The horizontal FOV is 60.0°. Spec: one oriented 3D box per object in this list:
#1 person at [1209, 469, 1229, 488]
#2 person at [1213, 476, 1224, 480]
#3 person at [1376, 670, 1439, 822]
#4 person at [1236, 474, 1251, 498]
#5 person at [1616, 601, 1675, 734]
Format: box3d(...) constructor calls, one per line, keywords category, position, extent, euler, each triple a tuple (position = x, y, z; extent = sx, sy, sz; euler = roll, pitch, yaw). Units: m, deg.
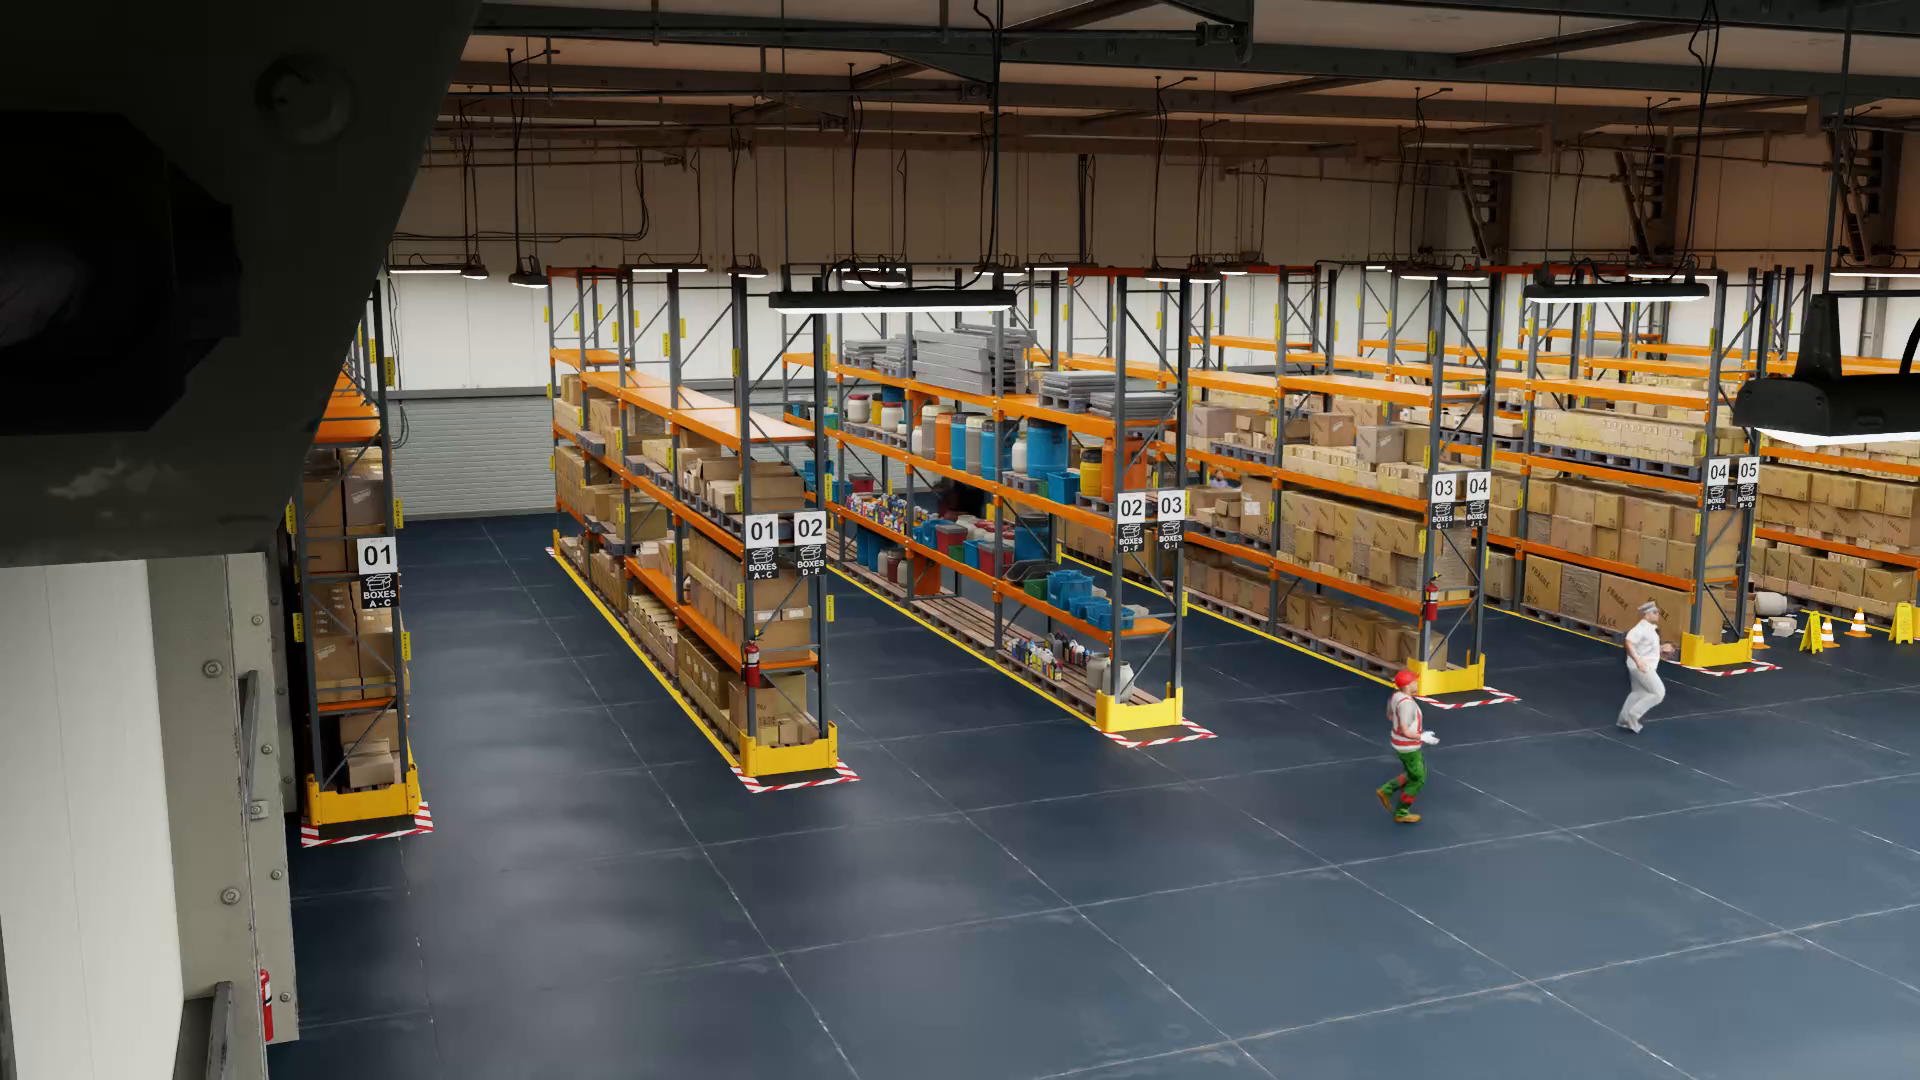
box3d(category="person", position=(5.621, -0.736, 36.189), extent=(0.612, 1.617, 0.578), euler=(-3, 10, -19))
box3d(category="person", position=(6.596, -1.787, 42.070), extent=(0.700, 1.650, 0.635), euler=(-3, 10, -16))
box3d(category="person", position=(4.974, 2.290, 18.499), extent=(0.612, 1.739, 0.651), euler=(1, 10, 4))
box3d(category="person", position=(6.020, -0.607, 35.428), extent=(0.603, 1.648, 0.593), euler=(-5, 11, -25))
box3d(category="person", position=(9.098, 1.675, 22.008), extent=(0.663, 1.776, 0.636), euler=(4, 11, 20))
